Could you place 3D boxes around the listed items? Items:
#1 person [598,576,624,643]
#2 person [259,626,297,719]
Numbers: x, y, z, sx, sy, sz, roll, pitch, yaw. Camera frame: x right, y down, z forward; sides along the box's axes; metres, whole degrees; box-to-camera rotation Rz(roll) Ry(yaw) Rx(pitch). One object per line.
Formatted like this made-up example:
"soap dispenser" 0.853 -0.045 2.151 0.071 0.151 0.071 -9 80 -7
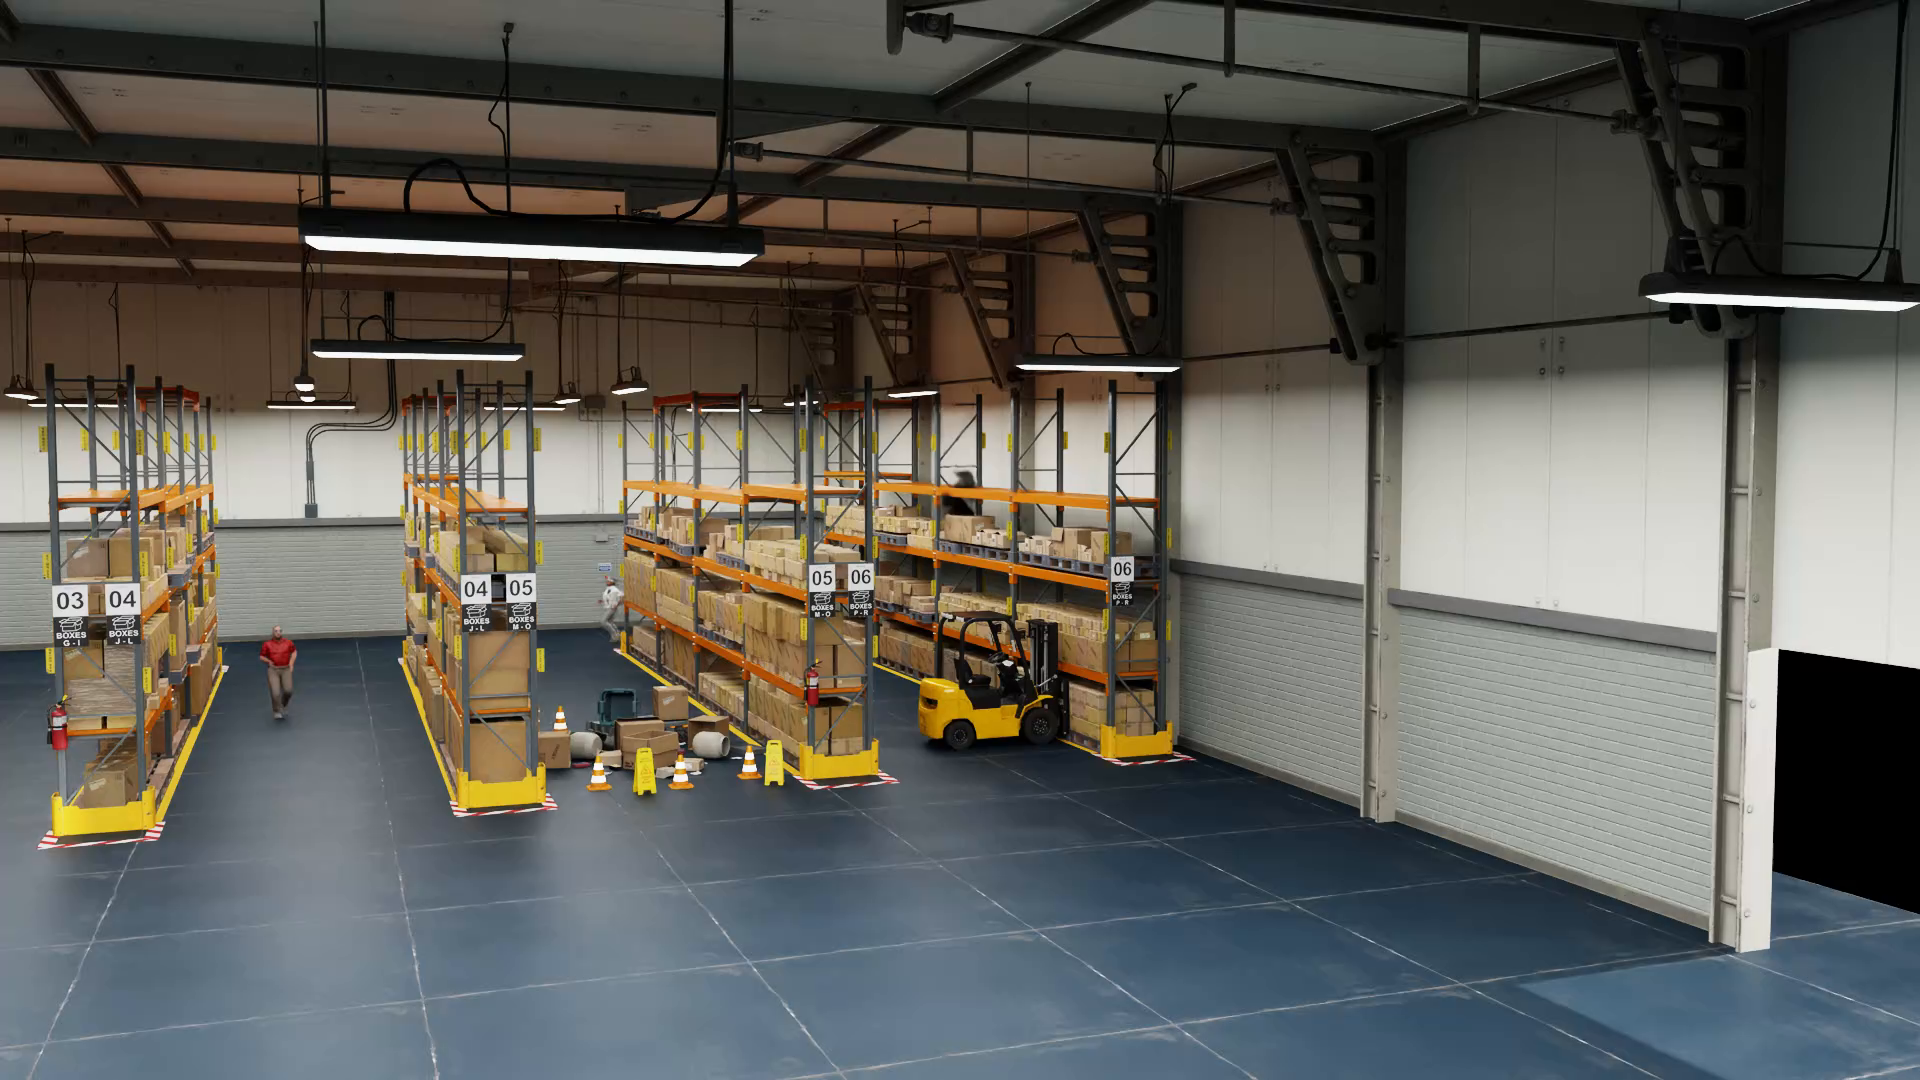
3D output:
"person" -8.736 1.735 41.485 0.651 1.675 0.544 -2 4 -33
"person" -12.288 2.397 30.043 0.649 1.680 0.598 -2 4 -29
